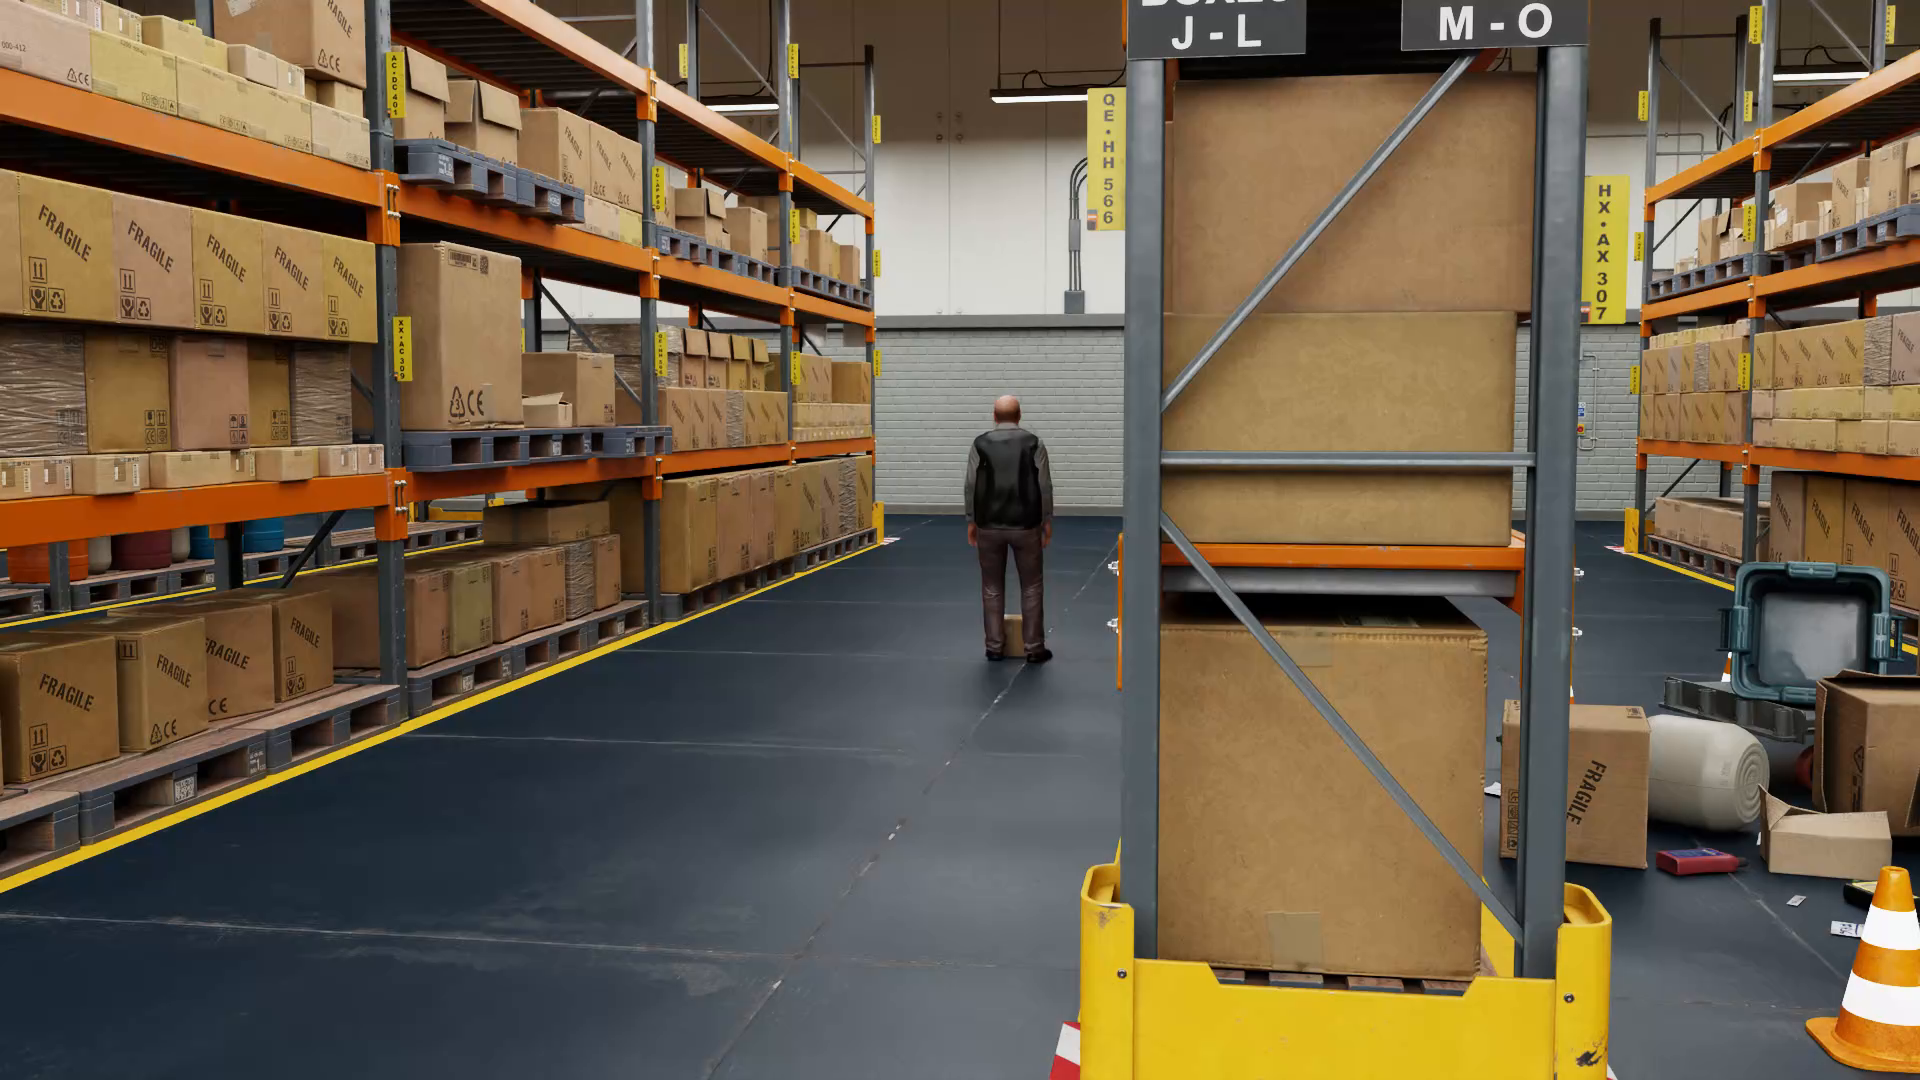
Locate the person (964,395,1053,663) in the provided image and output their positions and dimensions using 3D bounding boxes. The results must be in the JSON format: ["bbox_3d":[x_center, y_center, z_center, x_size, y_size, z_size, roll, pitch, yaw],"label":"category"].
[{"bbox_3d":[0.317,-0.076,10.774,0.575,1.720,0.474,0,4,6],"label":"person"}]
